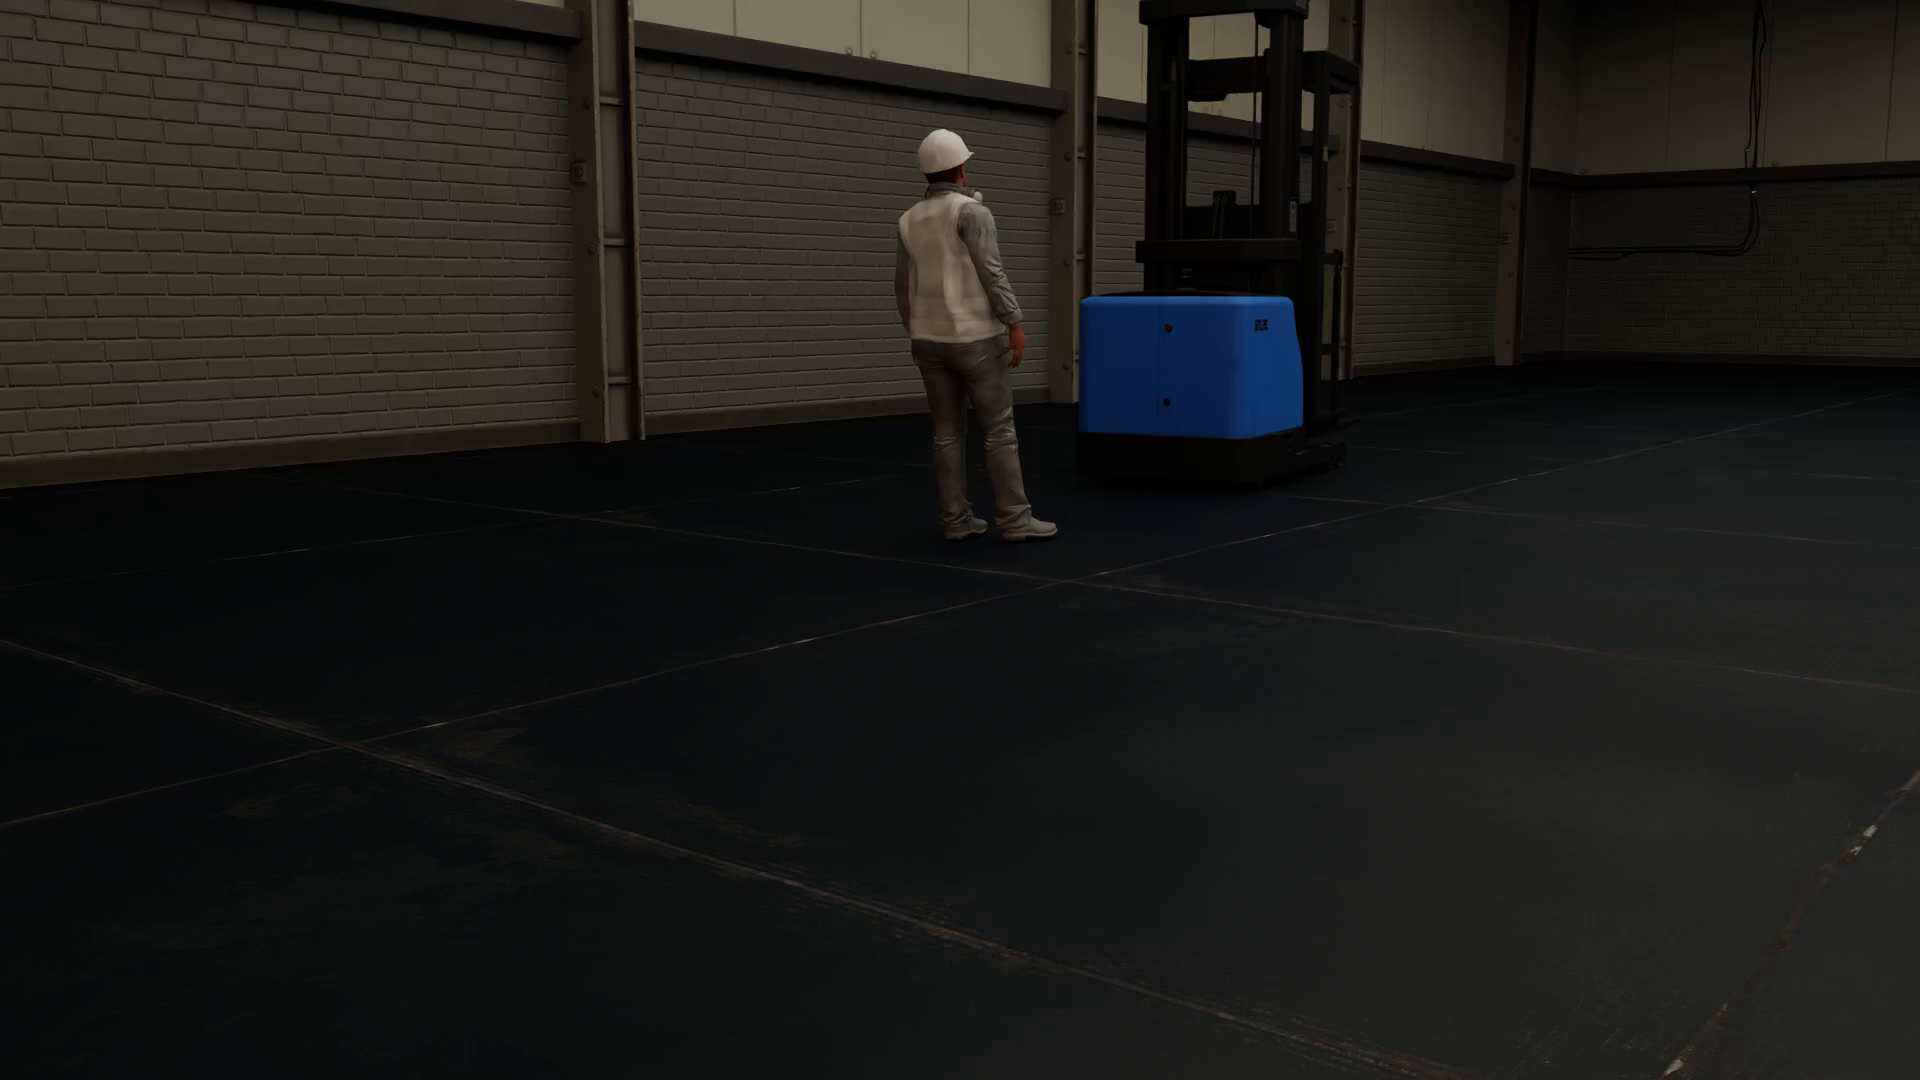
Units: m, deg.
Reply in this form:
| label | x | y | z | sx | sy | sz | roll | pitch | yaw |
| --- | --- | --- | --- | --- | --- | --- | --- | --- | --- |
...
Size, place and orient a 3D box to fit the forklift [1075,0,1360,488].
| label | x | y | z | sx | sy | sz | roll | pitch | yaw |
| --- | --- | --- | --- | --- | --- | --- | --- | --- | --- |
| forklift | 1.802 | -1.914 | 10.358 | 1.130 | 2.935 | 3.031 | 4 | 9 | 28 |

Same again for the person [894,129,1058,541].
| label | x | y | z | sx | sy | sz | roll | pitch | yaw |
| --- | --- | --- | --- | --- | --- | --- | --- | --- | --- |
| person | 0.045 | -0.892 | 7.320 | 0.634 | 1.775 | 0.566 | 7 | 11 | 38 |
